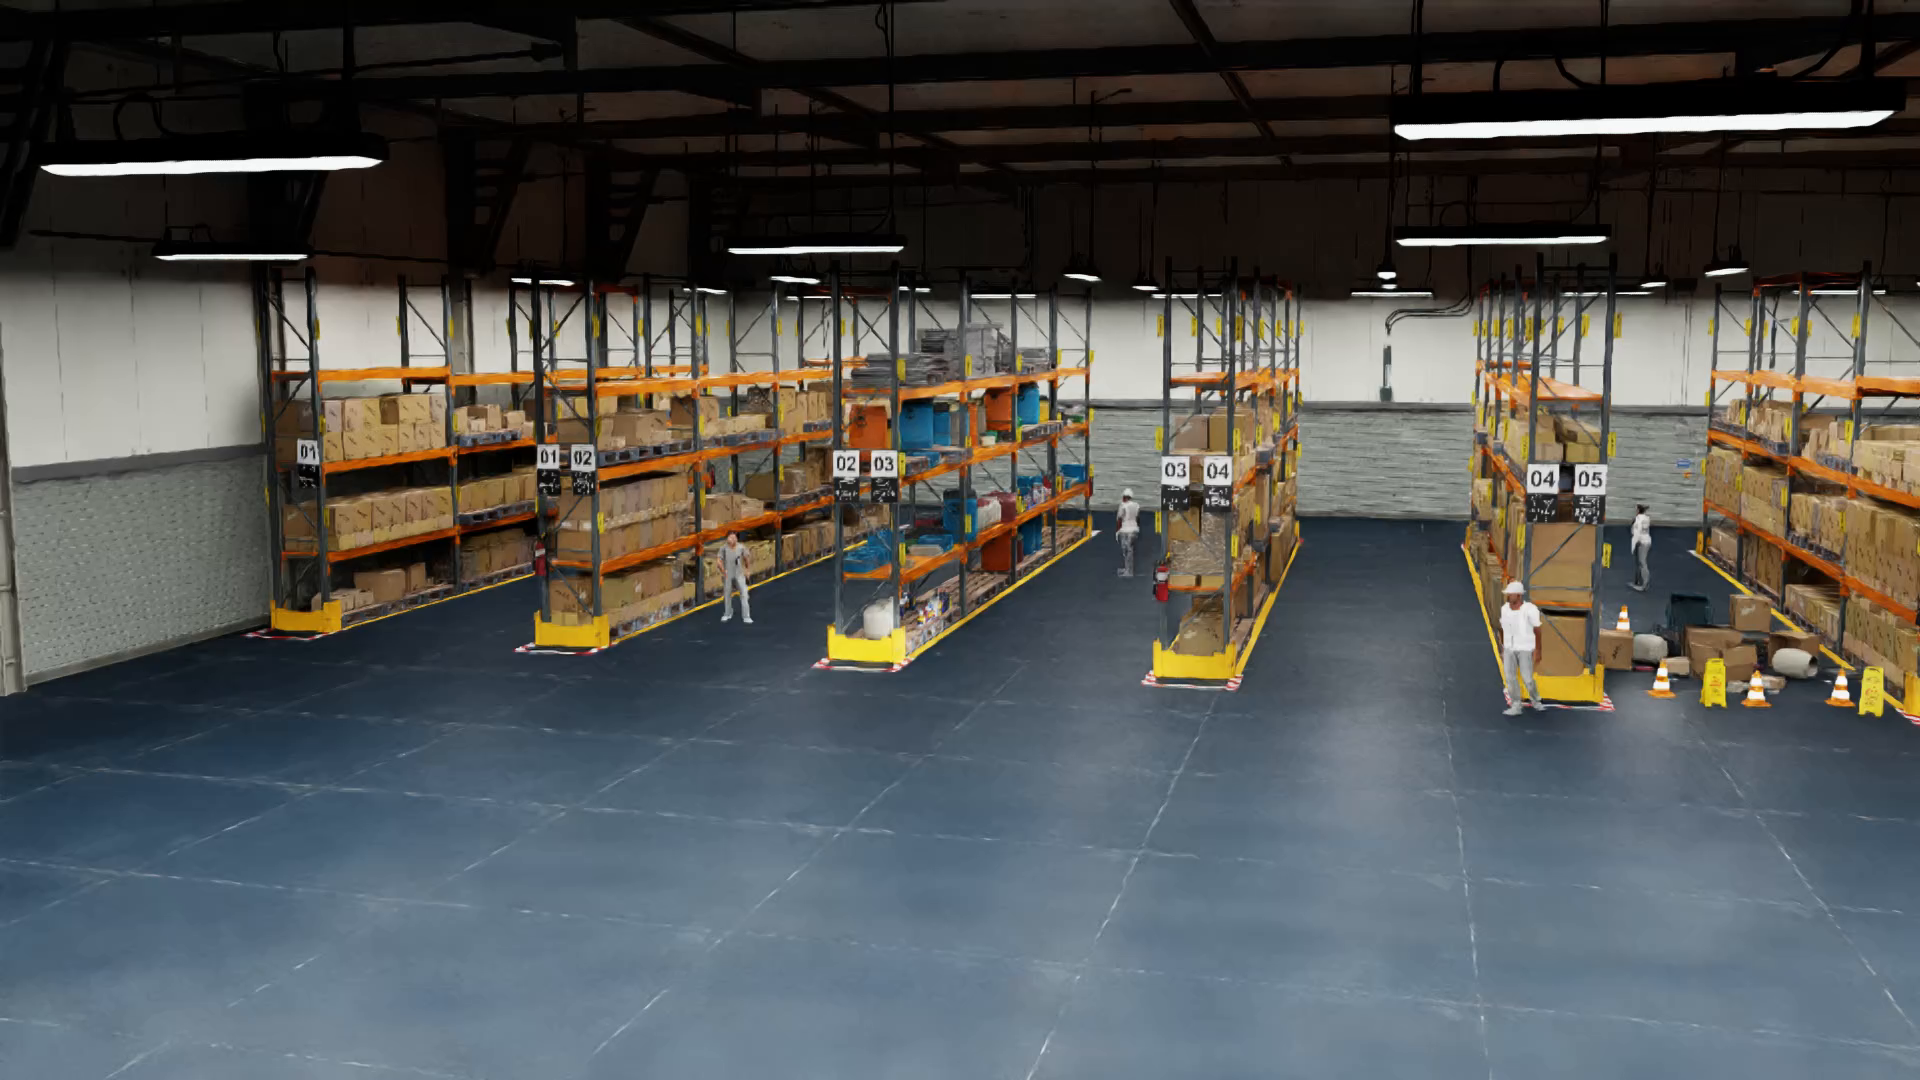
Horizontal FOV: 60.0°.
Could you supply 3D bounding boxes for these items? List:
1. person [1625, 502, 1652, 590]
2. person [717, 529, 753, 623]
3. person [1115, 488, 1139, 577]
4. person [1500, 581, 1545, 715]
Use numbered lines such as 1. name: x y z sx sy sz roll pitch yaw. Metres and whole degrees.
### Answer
1. person: 13.084 0.102 32.040 0.537 1.667 0.571 6 10 42
2. person: -3.843 0.602 28.383 0.600 1.610 0.790 -1 7 -6
3. person: 3.379 -0.171 33.728 0.577 1.783 0.662 6 10 41
4. person: 7.315 1.400 21.652 0.579 1.753 0.611 -6 9 -39
